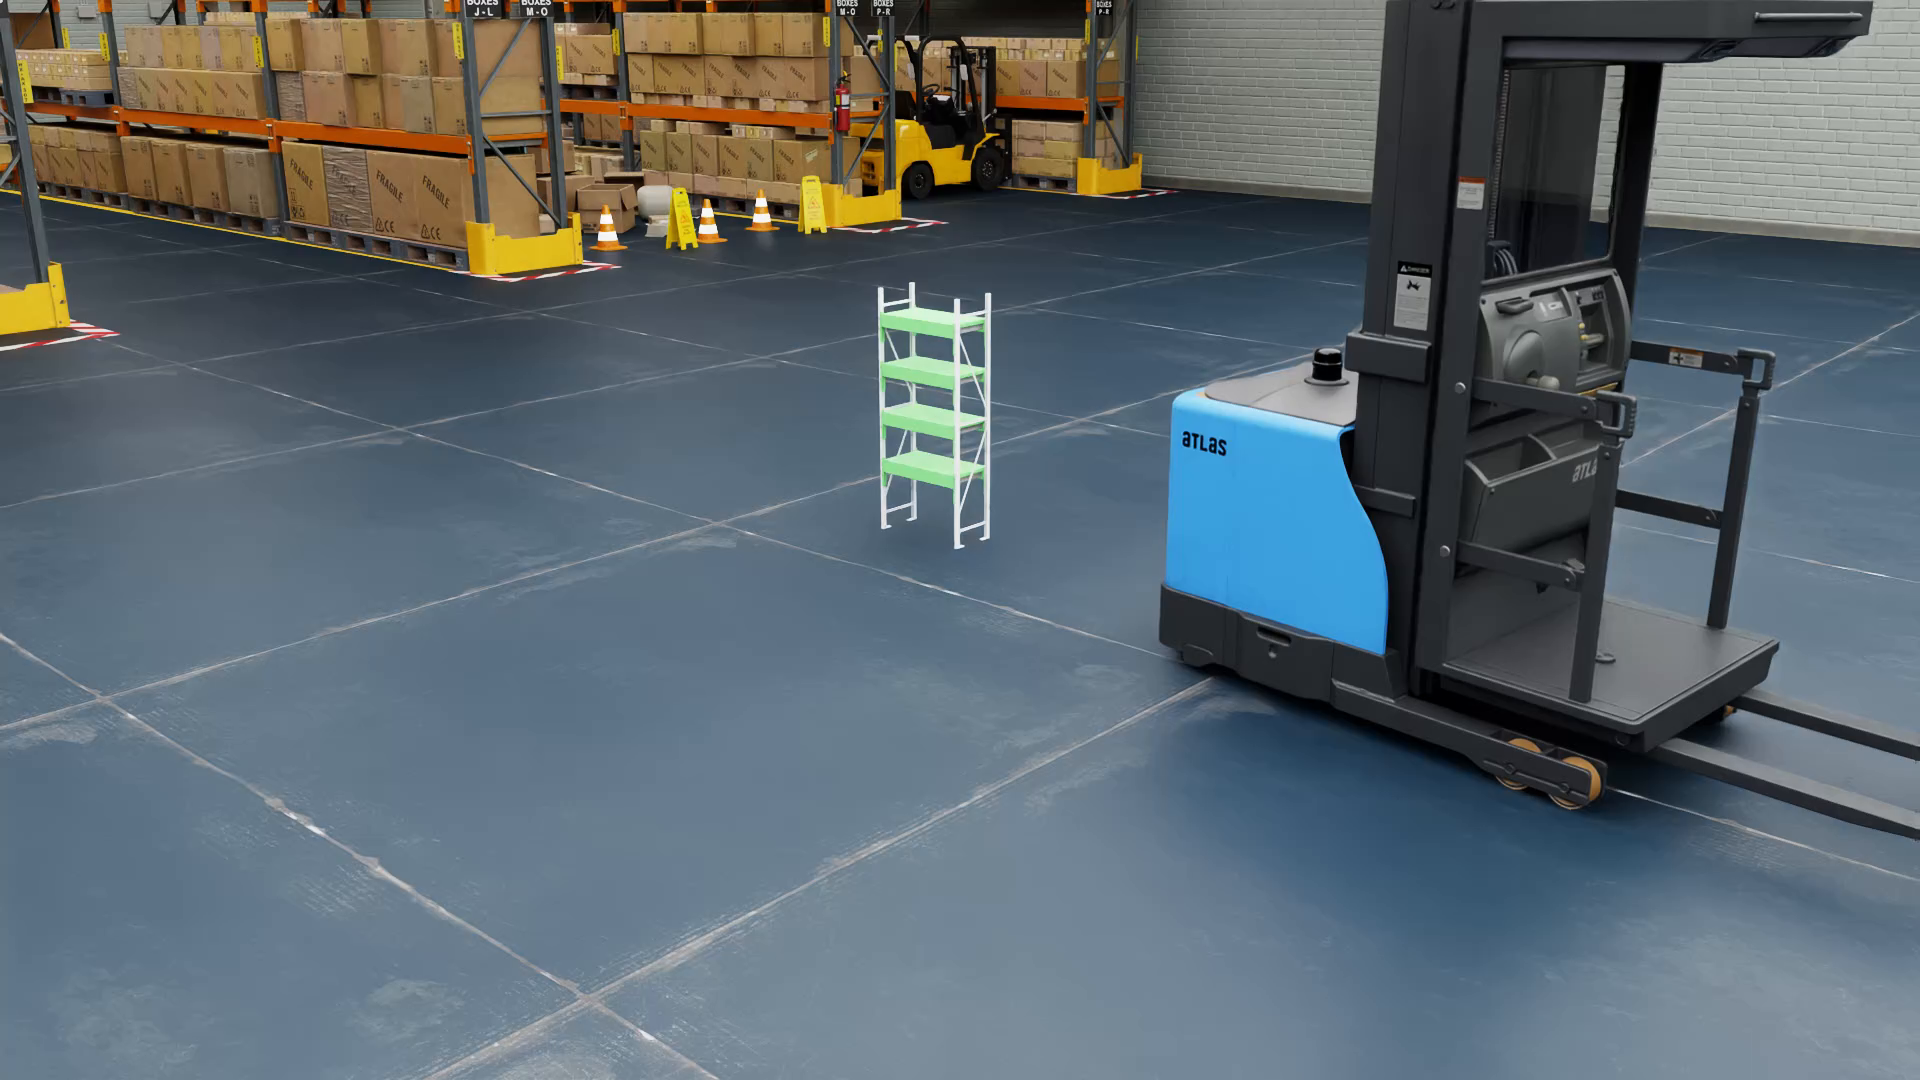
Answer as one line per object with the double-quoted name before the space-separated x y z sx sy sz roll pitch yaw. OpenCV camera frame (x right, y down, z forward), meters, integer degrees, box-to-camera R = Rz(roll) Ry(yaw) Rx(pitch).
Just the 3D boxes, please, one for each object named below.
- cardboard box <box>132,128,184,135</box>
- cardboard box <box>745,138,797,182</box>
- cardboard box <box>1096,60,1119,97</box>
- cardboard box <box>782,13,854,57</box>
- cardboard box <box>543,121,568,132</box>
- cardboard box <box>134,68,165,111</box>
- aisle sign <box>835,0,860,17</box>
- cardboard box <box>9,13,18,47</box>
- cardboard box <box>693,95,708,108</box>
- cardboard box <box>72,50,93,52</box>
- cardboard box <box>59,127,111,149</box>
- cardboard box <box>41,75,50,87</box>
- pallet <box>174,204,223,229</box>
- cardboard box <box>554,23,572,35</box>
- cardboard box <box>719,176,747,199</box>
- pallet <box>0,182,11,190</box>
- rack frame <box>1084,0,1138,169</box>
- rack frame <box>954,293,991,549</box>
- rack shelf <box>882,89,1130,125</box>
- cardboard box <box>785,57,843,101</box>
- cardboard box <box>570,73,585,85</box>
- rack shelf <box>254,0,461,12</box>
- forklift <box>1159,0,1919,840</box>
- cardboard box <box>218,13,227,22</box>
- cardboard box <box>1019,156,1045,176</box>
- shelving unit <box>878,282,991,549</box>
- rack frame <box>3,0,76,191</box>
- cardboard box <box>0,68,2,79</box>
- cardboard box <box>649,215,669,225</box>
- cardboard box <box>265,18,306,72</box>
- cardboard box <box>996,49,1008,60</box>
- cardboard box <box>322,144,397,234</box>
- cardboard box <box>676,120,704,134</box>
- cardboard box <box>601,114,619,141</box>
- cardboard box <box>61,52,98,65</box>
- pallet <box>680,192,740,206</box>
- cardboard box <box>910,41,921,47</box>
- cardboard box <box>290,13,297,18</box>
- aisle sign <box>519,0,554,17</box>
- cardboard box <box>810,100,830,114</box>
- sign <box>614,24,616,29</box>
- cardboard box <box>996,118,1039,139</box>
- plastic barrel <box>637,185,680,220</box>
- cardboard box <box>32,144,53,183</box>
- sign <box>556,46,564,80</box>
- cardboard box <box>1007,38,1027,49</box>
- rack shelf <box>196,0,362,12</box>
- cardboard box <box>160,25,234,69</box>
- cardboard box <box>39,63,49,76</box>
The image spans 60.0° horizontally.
"cardboard box" -10.712 -5.344 22.191 0.500 0.250 0.500 14 22 37
"cardboard box" -2.329 -4.772 20.800 0.500 0.500 0.500 16 24 41
"cardboard box" 1.942 -6.653 23.950 0.500 0.500 0.500 16 24 41
"cardboard box" -1.691 -6.038 19.869 0.500 0.500 0.700 14 23 38
"cardboard box" -7.726 -7.866 31.765 0.258 0.266 0.396 16 24 41
"cardboard box" -9.819 -5.580 20.570 0.500 0.500 0.500 15 23 39
"aisle sign" -1.310 -6.480 19.273 0.004 0.787 0.394 15 23 39
"cardboard box" -13.880 -7.287 23.805 0.500 0.500 0.500 14 22 37
"cardboard box" -3.182 -5.608 21.237 0.250 0.149 0.380 15 23 40
"cardboard box" -11.945 -6.654 22.856 0.250 0.149 0.380 14 22 37
"cardboard box" -11.798 -5.434 22.473 0.500 0.250 0.500 16 23 41
"cardboard box" -11.987 -6.119 22.155 0.250 0.149 0.380 16 24 41
"pallet" -8.910 -4.036 20.479 1.213 0.211 1.003 15 23 39
"cardboard box" -5.396 -7.048 22.936 0.250 0.149 0.380 14 22 37
"cardboard box" -2.724 -4.520 21.245 0.500 0.250 0.500 14 22 37
"pallet" -13.875 -5.386 24.733 1.213 0.211 1.003 15 23 39
"rack frame" 2.128 -6.443 23.454 0.127 3.000 1.000 15 23 39
"rack frame" 0.059 -0.556 7.881 0.015 1.200 0.240 15 23 39
"rack shelf" 0.632 -6.501 24.828 4.000 0.370 1.077 15 23 39
"cardboard box" -1.753 -5.555 19.999 0.500 0.500 0.500 15 23 38
"cardboard box" -5.126 -6.344 22.864 0.250 0.149 0.380 15 23 38
"rack shelf" -5.870 -5.667 17.240 4.000 0.370 1.077 15 23 39
"forklift" 2.160 -0.701 5.475 1.130 2.935 3.031 -16 23 -40
"cardboard box" -12.688 -9.116 28.988 0.250 0.149 0.380 16 24 41
"cardboard box" 1.201 -5.457 24.199 0.500 0.250 0.500 15 23 39
"shelving unit" -0.124 -0.605 8.035 0.503 1.200 0.258 15 23 39
"rack frame" -13.349 -6.588 23.912 0.127 3.000 1.000 15 23 39
"cardboard box" -7.972 -3.915 13.179 0.500 0.500 0.500 15 23 39
"cardboard box" -3.484 -3.766 19.733 0.380 0.149 0.250 -6 18 -18
"cardboard box" -7.113 -5.486 18.407 0.550 0.550 0.875 15 23 39
"cardboard box" 0.707 -7.058 24.154 0.250 0.149 0.380 15 23 40
"cardboard box" -6.265 -3.847 18.093 0.875 0.875 0.875 15 23 40
"cardboard box" -3.454 -5.357 21.573 0.250 0.149 0.380 16 24 41
"cardboard box" -6.230 -7.608 30.564 0.500 0.500 0.500 15 23 39
"cardboard box" -11.411 -6.247 21.575 0.250 0.149 0.380 16 24 41
"pallet" -3.630 -4.666 22.465 1.213 0.211 1.003 15 23 39
"cardboard box" -0.555 -7.585 25.324 0.250 0.149 0.380 15 23 40
"cardboard box" -10.886 -8.681 27.617 0.250 0.149 0.380 15 23 39
"aisle sign" -4.122 -5.471 16.096 0.004 0.787 0.394 15 23 39
"cardboard box" -1.586 -5.226 20.035 0.250 0.149 0.380 16 24 41
"sign" -6.481 -9.530 31.268 0.005 0.325 0.100 15 23 39
"cardboard box" 0.807 -6.031 24.355 0.500 0.250 0.500 15 23 40
"plastic barrel" -3.714 -4.163 20.530 0.512 0.421 0.421 -3 18 -8
"cardboard box" -12.576 -5.283 23.236 0.500 0.500 0.500 16 24 42
"sign" -4.001 -4.753 16.569 0.005 0.325 0.100 15 23 39
"cardboard box" 0.896 -7.148 23.948 0.250 0.149 0.380 16 23 41
"rack shelf" -11.635 -9.217 28.425 4.000 0.370 1.077 15 23 39
"cardboard box" -9.264 -6.013 20.282 0.500 0.500 0.700 15 23 38
"cardboard box" -11.995 -6.262 22.113 0.250 0.149 0.380 16 23 41
